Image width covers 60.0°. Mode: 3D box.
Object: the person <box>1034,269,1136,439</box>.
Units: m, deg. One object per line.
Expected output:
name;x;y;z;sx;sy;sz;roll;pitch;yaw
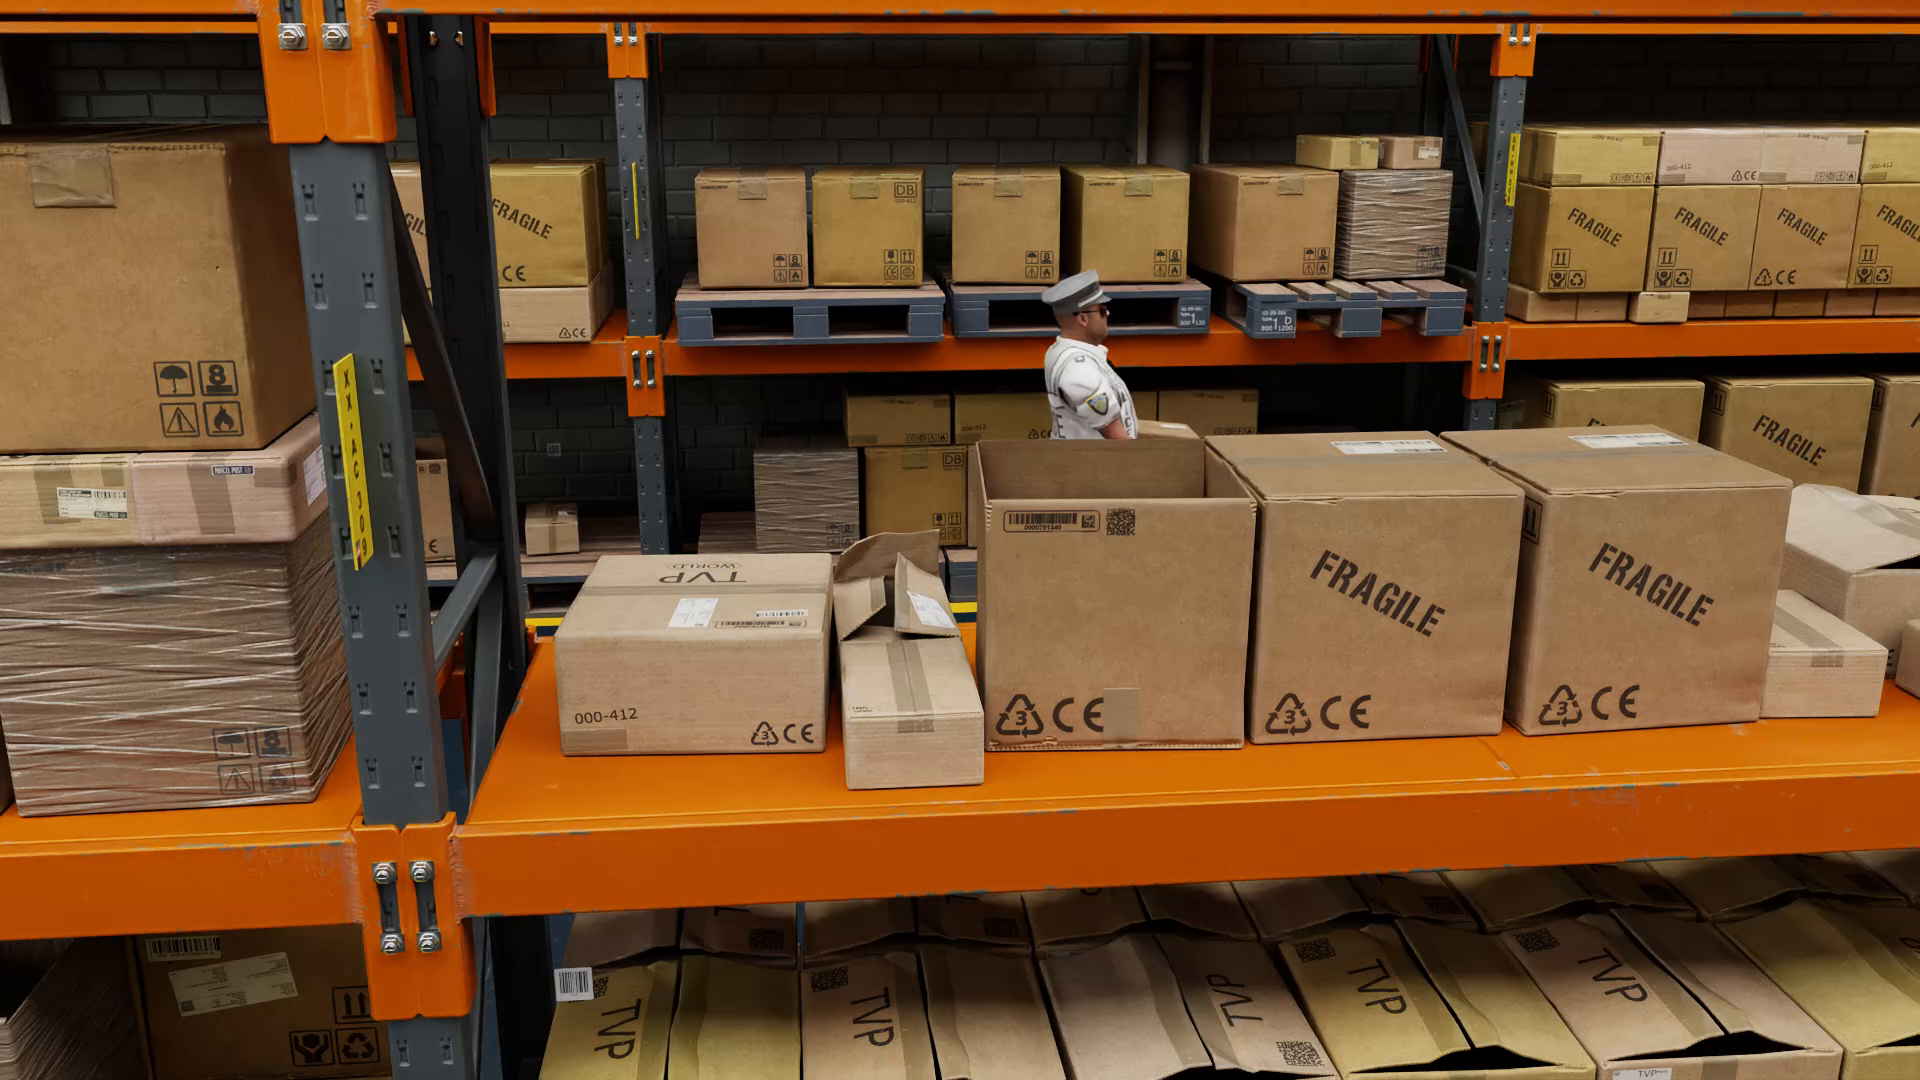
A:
person;0.517;-0.193;6.654;0.434;1.759;0.554;-2;17;-7
